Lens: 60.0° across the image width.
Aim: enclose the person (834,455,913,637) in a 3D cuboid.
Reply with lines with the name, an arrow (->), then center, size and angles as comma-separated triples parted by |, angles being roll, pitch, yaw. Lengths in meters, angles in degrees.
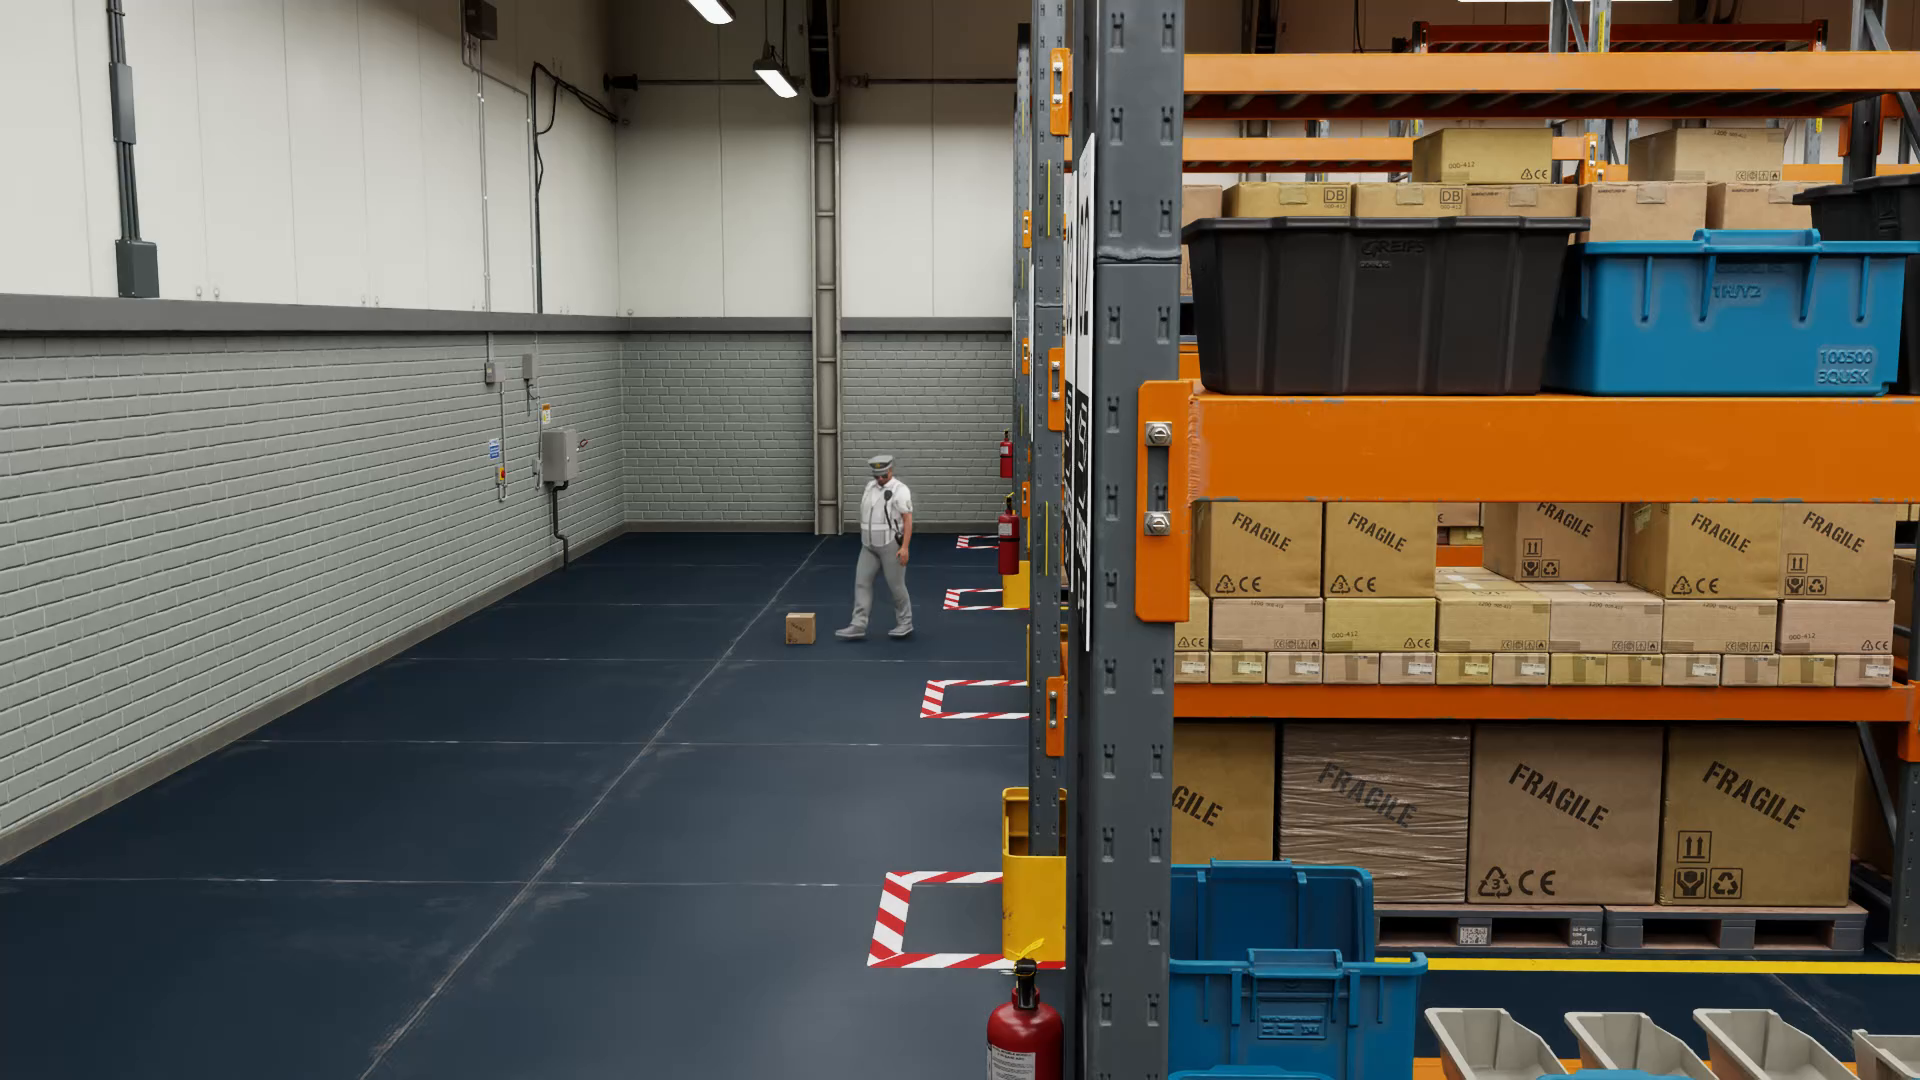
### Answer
person -> -0.778, 0.068, 15.633 | 0.585, 1.719, 0.749 | 5, 9, 35
